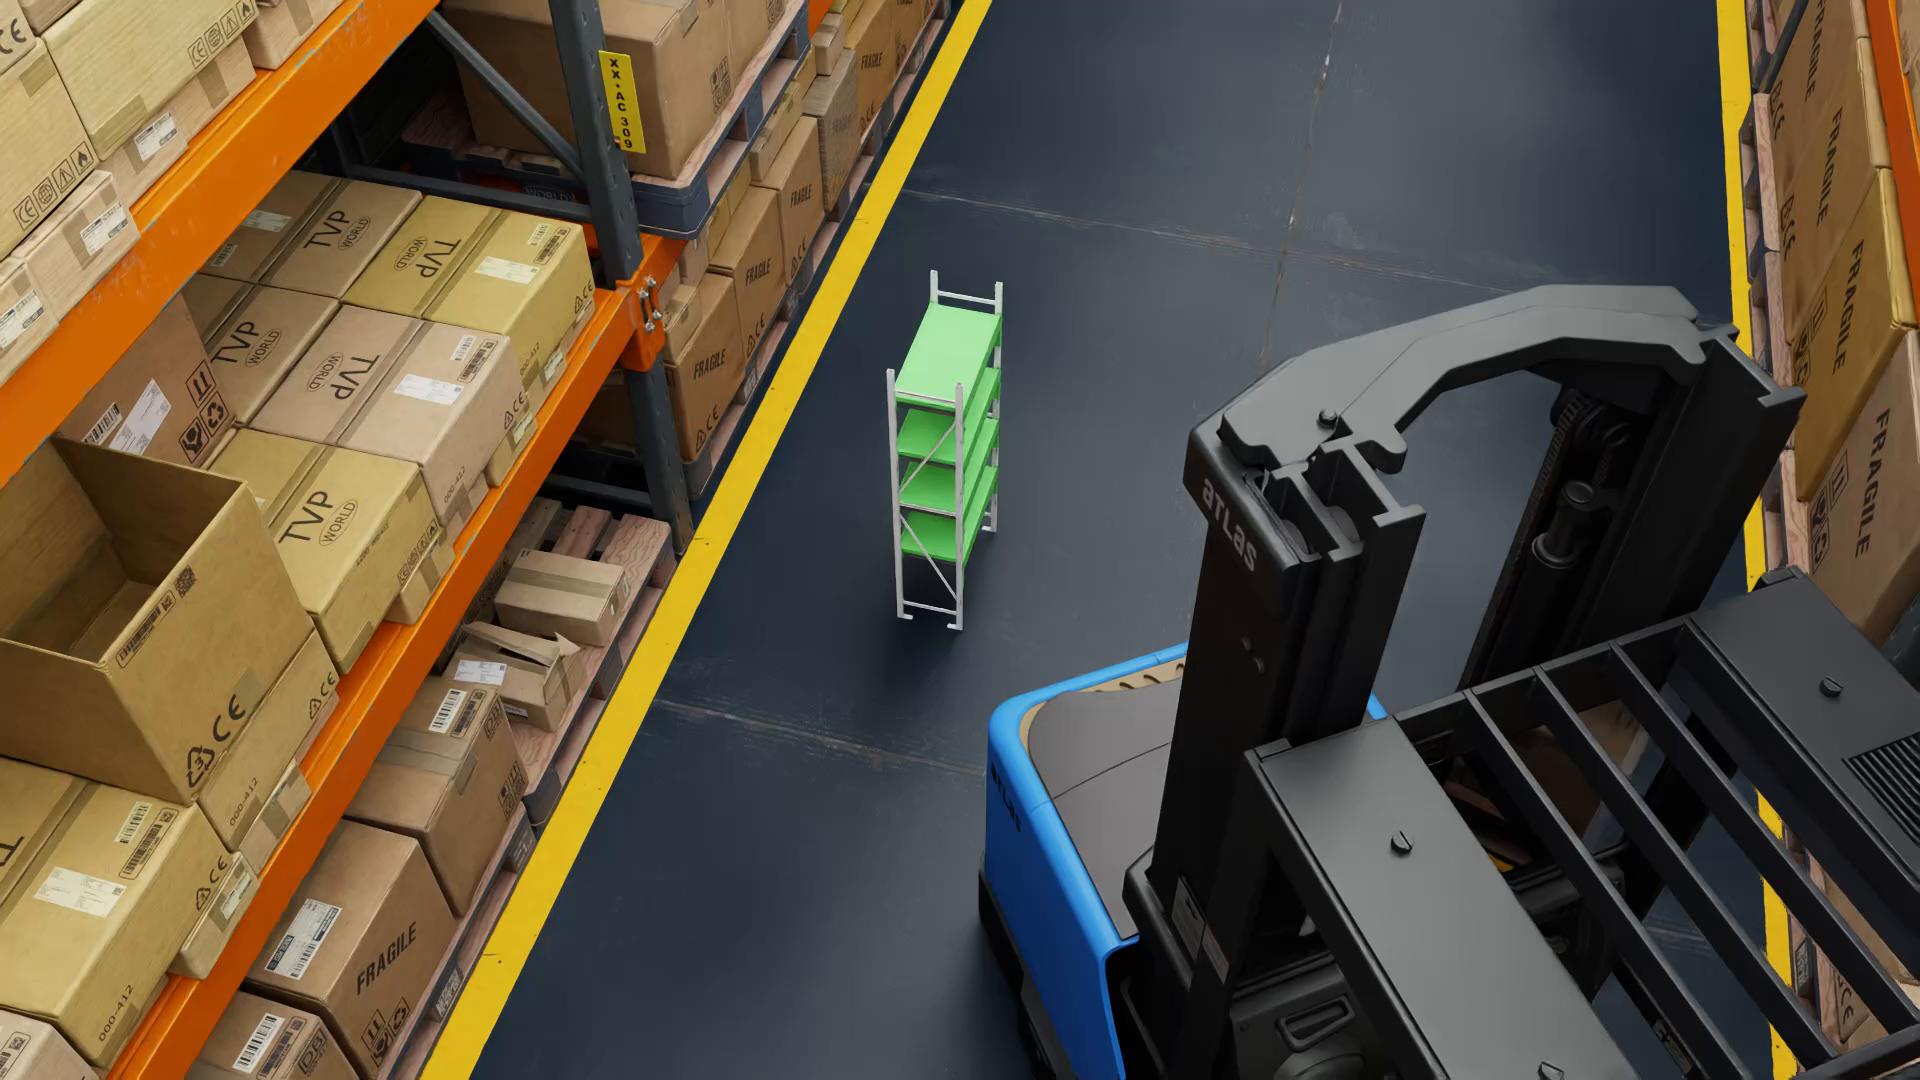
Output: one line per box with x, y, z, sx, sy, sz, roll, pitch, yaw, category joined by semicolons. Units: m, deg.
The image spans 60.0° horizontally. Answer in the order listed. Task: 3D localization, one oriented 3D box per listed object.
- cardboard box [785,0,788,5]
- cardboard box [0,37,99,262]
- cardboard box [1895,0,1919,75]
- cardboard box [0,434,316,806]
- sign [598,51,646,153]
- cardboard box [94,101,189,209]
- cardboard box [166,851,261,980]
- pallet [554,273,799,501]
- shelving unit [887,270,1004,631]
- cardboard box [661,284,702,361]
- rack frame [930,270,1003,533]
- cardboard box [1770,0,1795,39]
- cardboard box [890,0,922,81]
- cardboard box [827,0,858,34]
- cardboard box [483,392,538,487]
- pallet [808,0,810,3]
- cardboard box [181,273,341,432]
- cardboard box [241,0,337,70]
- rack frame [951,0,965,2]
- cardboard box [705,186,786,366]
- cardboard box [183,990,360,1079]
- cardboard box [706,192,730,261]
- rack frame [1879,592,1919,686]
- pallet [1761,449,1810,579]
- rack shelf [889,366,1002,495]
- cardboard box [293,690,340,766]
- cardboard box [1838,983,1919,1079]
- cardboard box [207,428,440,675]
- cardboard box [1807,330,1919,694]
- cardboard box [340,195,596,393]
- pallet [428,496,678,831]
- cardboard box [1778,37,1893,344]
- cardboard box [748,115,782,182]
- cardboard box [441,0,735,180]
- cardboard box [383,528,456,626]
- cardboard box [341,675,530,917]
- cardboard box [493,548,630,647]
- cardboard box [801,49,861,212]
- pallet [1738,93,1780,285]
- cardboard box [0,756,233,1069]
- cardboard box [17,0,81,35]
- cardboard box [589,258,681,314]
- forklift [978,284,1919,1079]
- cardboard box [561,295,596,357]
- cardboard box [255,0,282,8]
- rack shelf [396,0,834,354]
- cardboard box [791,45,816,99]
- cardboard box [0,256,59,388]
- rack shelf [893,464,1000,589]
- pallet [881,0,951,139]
-0.763;-2.095;5.908;0.396;0.266;0.258;14;50;12;cardboard box
-1.796;-0.604;2.684;0.500;0.250;0.500;11;49;9;cardboard box
3.711;-1.880;6.009;0.500;0.250;0.500;13;50;11;cardboard box
-1.777;0.165;3.505;0.500;0.500;0.500;13;50;11;cardboard box
-0.973;-1.256;4.780;0.100;0.325;0.005;12;50;10;sign
-1.683;-0.745;3.074;0.380;0.149;0.250;12;50;10;cardboard box
-1.813;0.800;3.711;0.380;0.149;0.250;10;49;9;cardboard box
-1.321;-0.744;6.766;1.003;0.211;1.213;12;50;10;pallet
-0.044;-0.277;5.694;0.258;1.200;0.503;12;50;10;shelving unit
-1.147;-0.804;5.914;0.380;0.149;0.250;14;50;12;cardboard box
0.021;-0.454;5.850;0.240;1.200;0.015;12;50;10;rack frame
4.502;-2.664;8.073;0.950;0.372;0.625;9;49;7;cardboard box
-0.491;-2.568;7.903;0.500;0.500;0.500;11;49;9;cardboard box
-0.664;-2.336;7.265;0.380;0.149;0.250;11;49;9;cardboard box
-1.431;-0.322;4.701;0.380;0.149;0.250;13;50;11;cardboard box
-0.953;-2.493;6.578;1.003;0.211;1.213;12;50;10;pallet
-2.015;-0.451;4.549;0.500;0.250;0.500;11;50;10;cardboard box
-1.524;-1.116;3.401;0.380;0.149;0.250;11;50;10;cardboard box
-0.446;-3.964;7.748;1.000;3.000;0.127;12;50;10;rack frame
-1.023;-1.075;6.586;0.500;0.500;0.500;11;49;10;cardboard box
-2.036;1.476;4.334;0.700;0.500;0.500;13;50;12;cardboard box
-1.093;-1.208;6.270;0.380;0.149;0.250;9;49;8;cardboard box
3.291;-0.094;4.332;1.000;3.000;0.127;12;50;10;rack frame
3.422;0.256;5.884;1.003;0.211;1.213;12;50;10;pallet
-0.044;-0.394;5.562;0.258;0.148;0.480;12;50;10;rack shelf
-1.762;0.405;4.059;0.380;0.149;0.250;11;50;10;cardboard box
2.787;1.695;4.182;0.875;0.438;0.875;10;49;9;cardboard box
-1.659;0.020;4.133;0.500;0.250;0.500;11;50;10;cardboard box
3.377;0.006;5.381;0.875;0.875;0.875;13;50;11;cardboard box
-1.397;-0.703;4.772;0.500;0.250;0.500;13;50;11;cardboard box
-1.680;0.348;5.802;1.003;0.211;1.213;12;50;10;pallet
3.843;-1.296;6.530;0.875;0.875;0.875;12;50;10;cardboard box
-0.932;-1.582;6.600;0.380;0.149;0.250;11;50;10;cardboard box
-1.155;-1.549;5.270;0.700;0.500;0.500;13;50;11;cardboard box
-1.567;0.053;4.370;0.380;0.149;0.250;11;49;9;cardboard box
-1.763;0.725;4.996;0.700;0.500;0.500;10;49;9;cardboard box
-1.362;0.194;5.699;0.380;0.149;0.250;10;49;9;cardboard box
-0.745;-1.809;7.233;0.500;0.500;0.500;10;49;9;cardboard box
4.064;-1.509;7.441;1.003;0.211;1.213;12;50;10;pallet
-1.909;0.766;3.475;0.500;0.250;0.500;11;49;9;cardboard box
-1.666;-1.132;2.816;0.500;0.250;0.500;12;50;11;cardboard box
-1.206;-0.915;5.813;0.380;0.149;0.250;11;49;9;cardboard box
1.064;1.082;3.340;1.130;2.935;3.031;-16;51;-14;forklift
-1.339;-0.707;5.041;0.380;0.149;0.250;12;50;11;cardboard box
-1.511;-1.336;3.329;0.500;0.250;0.500;10;49;9;cardboard box
-0.972;-2.280;6.741;1.077;0.370;4.000;12;50;10;rack shelf
-0.821;-1.962;6.936;0.380;0.149;0.250;12;50;10;cardboard box
-1.746;-0.362;2.735;0.380;0.149;0.250;12;50;10;cardboard box
-0.044;-0.076;5.922;0.258;0.148;0.480;12;50;10;rack shelf
-0.679;-2.509;8.324;1.003;0.211;1.213;12;50;10;pallet
